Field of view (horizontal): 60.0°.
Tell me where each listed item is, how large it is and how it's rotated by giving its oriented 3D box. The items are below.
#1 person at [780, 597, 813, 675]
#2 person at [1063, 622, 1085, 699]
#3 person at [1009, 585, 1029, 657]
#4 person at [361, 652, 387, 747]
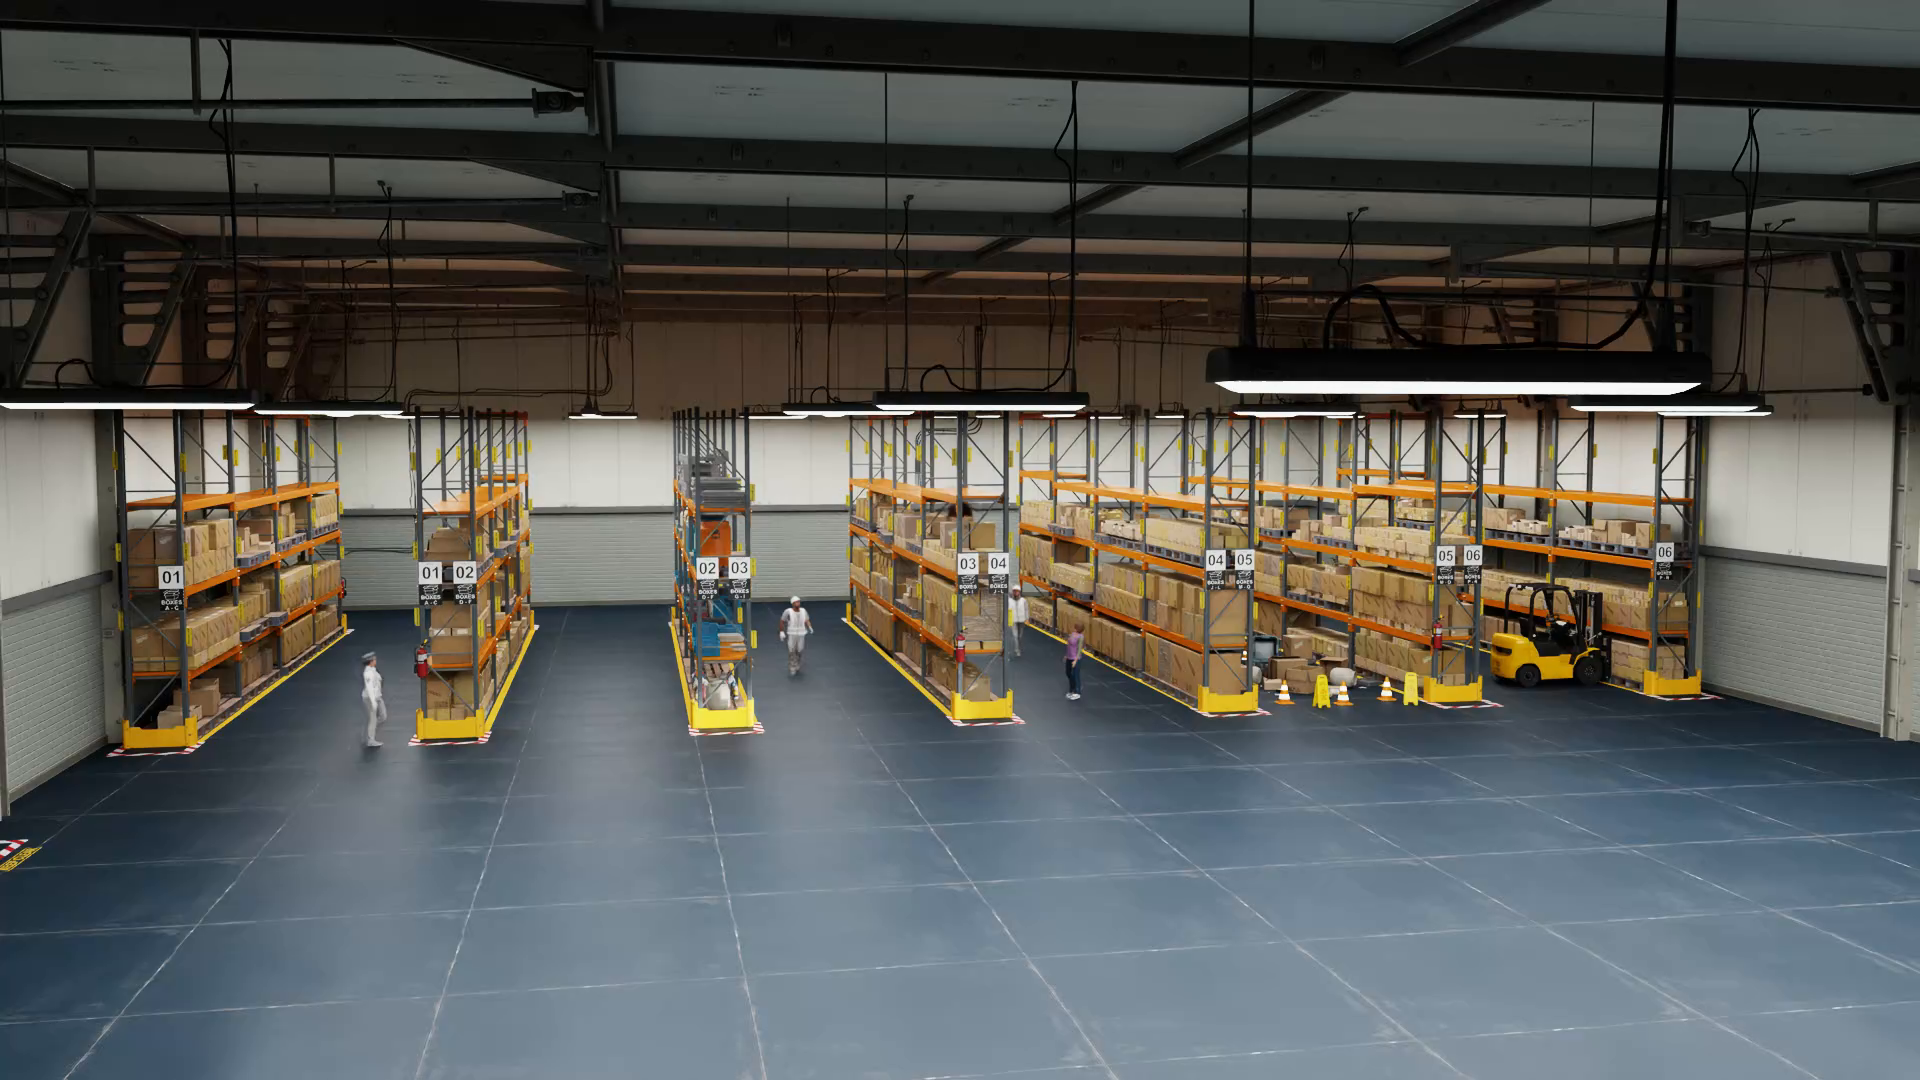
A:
[{"bbox_3d":[-3.731,2.191,37.945,0.733,1.806,0.876,-1,4,-8],"label":"person"},{"bbox_3d":[2.322,2.496,34.400,0.356,1.622,0.532,-3,5,-36],"label":"person"},{"bbox_3d":[1.404,1.976,40.695,0.553,1.726,1.066,-1,4,-15],"label":"person"},{"bbox_3d":[-10.386,2.801,29.343,0.434,1.674,0.519,0,4,7],"label":"person"}]
